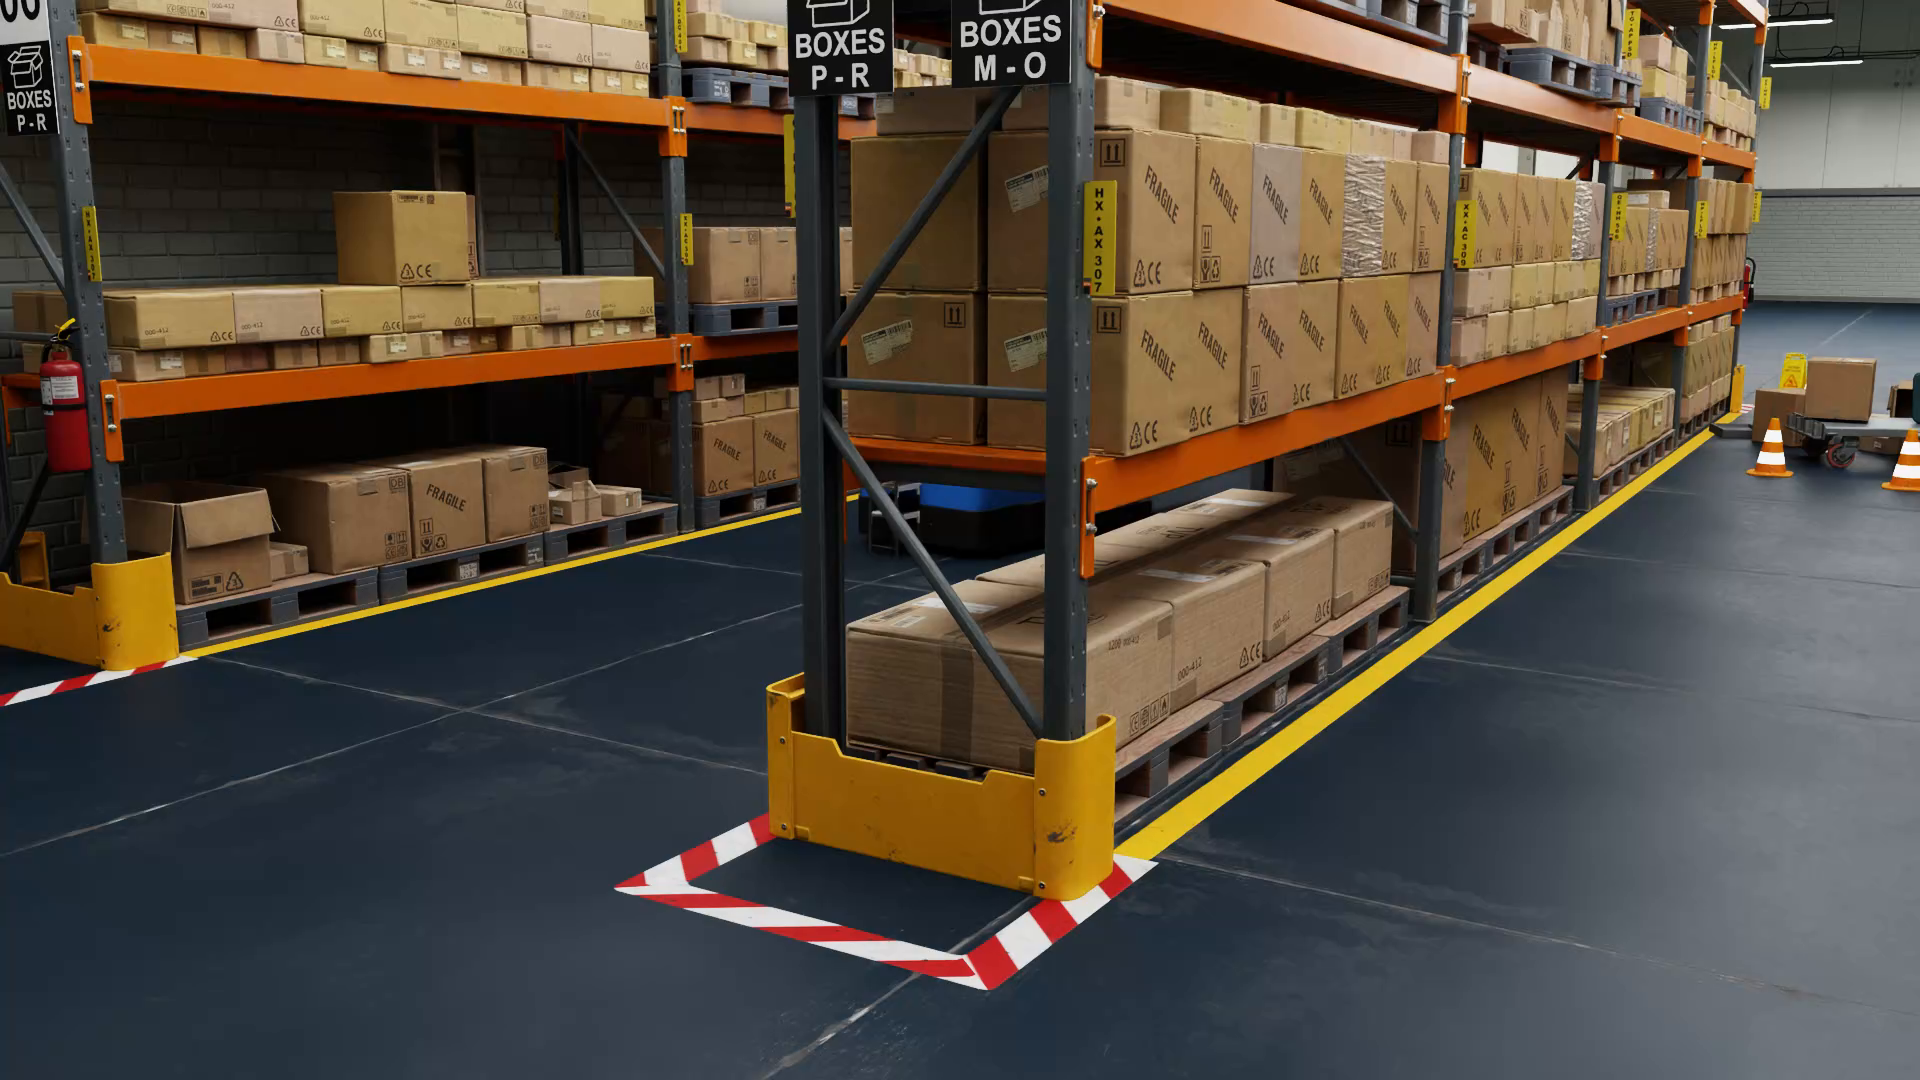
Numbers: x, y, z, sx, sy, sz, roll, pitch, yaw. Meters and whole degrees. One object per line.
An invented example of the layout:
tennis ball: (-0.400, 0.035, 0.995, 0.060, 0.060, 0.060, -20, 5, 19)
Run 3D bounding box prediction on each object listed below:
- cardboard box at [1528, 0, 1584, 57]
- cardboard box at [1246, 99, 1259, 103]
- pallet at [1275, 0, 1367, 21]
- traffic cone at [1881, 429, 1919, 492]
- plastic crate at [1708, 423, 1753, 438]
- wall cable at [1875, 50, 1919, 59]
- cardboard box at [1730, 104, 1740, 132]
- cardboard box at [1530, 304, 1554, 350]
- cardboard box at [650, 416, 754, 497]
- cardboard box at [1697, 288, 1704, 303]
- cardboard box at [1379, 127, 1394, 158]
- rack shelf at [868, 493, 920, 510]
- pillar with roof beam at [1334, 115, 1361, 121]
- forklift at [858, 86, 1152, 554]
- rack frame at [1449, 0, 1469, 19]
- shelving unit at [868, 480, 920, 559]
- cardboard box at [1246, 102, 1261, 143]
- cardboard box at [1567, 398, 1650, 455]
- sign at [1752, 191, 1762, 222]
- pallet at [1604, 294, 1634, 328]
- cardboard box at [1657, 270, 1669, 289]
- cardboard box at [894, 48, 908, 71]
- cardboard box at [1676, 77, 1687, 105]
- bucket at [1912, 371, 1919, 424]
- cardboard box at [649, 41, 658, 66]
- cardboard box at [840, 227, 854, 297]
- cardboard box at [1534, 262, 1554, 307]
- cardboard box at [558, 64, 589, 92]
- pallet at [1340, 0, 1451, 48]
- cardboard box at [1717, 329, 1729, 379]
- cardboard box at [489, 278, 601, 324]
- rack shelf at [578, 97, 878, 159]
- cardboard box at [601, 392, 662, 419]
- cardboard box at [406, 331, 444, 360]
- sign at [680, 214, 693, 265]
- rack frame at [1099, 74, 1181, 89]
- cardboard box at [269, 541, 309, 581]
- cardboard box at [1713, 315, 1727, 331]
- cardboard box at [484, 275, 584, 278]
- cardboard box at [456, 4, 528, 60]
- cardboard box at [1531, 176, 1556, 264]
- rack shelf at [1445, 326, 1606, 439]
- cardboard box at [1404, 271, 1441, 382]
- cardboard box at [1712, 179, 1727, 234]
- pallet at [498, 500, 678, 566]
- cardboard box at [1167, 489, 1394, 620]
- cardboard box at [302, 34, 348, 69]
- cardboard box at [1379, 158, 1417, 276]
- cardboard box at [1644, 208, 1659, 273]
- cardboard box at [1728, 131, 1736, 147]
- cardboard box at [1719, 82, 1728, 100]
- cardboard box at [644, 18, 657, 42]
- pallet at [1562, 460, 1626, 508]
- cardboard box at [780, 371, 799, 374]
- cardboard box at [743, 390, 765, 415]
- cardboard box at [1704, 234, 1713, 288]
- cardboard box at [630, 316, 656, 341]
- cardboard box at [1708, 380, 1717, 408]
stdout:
cardboard box: (3.420, -3.146, 9.959, 0.500, 0.500, 0.500, 7, 12, 31)
cardboard box: (3.021, -4.901, 19.051, 0.797, 0.503, 0.637, 7, 13, 33)
pallet: (0.942, -2.204, 6.581, 1.003, 0.211, 1.213, 6, 12, 31)
traffic cone: (7.420, -0.634, 12.995, 0.336, 0.463, 0.334, 6, 12, 31)
plastic crate: (7.679, -1.084, 16.441, 0.402, 0.080, 0.583, 2, 11, 11)
wall cable: (26.056, -14.071, 43.930, 3.097, 2.526, 0.112, 6, 12, 31)
cardboard box: (7.417, -4.179, 16.490, 0.500, 0.250, 0.500, 7, 12, 31)
cardboard box: (3.279, -1.301, 10.073, 0.500, 0.250, 0.500, 6, 12, 30)
cardboard box: (-1.791, -0.598, 11.564, 0.500, 0.500, 0.500, 7, 13, 33)
cardboard box: (6.958, -2.371, 16.063, 0.380, 0.149, 0.250, 7, 13, 32)
cardboard box: (1.755, -1.803, 7.599, 0.380, 0.149, 0.250, 6, 12, 31)
rack shelf: (-0.409, -0.232, 10.333, 0.258, 0.077, 0.200, 9, 14, 39)
pillar with roof beam: (9.659, -6.911, 23.329, 9.100, 9.000, 0.400, 6, 12, 31)
forklift: (0.672, -1.575, 11.315, 1.130, 2.935, 3.031, 9, 14, 39)
rack frame: (2.010, -4.041, 7.999, 1.000, 3.000, 0.127, 6, 12, 31)
shelving unit: (-0.409, -0.353, 10.310, 0.258, 0.900, 0.210, 9, 14, 39)
cardboard box: (0.875, -1.519, 6.081, 0.380, 0.149, 0.250, 7, 12, 31)
cardboard box: (5.163, -0.960, 13.842, 0.950, 0.372, 0.625, 7, 13, 33)
sign: (8.704, -3.648, 18.196, 0.100, 0.325, 0.005, 6, 12, 31)
pallet: (4.366, -1.749, 12.582, 1.213, 0.211, 1.003, 6, 12, 31)
cardboard box: (5.748, -2.202, 14.020, 0.380, 0.149, 0.250, 7, 12, 31)
cardboard box: (-0.628, -3.691, 12.798, 0.380, 0.149, 0.250, 6, 12, 29)
cardboard box: (5.984, -3.852, 14.406, 0.500, 0.250, 0.500, 6, 12, 30)
bucket: (8.547, -1.273, 14.283, 0.620, 0.611, 0.726, -20, 21, -35)
cardboard box: (-2.136, -3.227, 11.070, 0.380, 0.149, 0.250, 6, 12, 31)
cardboard box: (-1.115, -2.081, 12.420, 0.700, 0.500, 0.500, 6, 12, 30)
cardboard box: (3.272, -1.548, 10.033, 0.500, 0.250, 0.500, 6, 12, 29)
cardboard box: (-2.445, -2.752, 9.950, 0.380, 0.149, 0.250, 7, 13, 33)
pallet: (1.576, -2.395, 7.601, 1.003, 0.211, 1.213, 6, 12, 31)
cardboard box: (7.779, -1.970, 17.531, 0.500, 0.500, 0.500, 7, 13, 33)
cardboard box: (-2.537, -1.455, 10.087, 0.500, 0.250, 0.500, 6, 12, 31)
rack shelf: (-1.196, -3.001, 12.551, 1.077, 0.370, 4.000, 6, 12, 31)
cardboard box: (-2.290, -0.948, 11.669, 0.380, 0.149, 0.250, 6, 12, 28)
cardboard box: (-3.075, -1.080, 9.169, 0.380, 0.149, 0.250, 7, 13, 32)
sign: (-1.766, -1.941, 10.731, 0.100, 0.325, 0.005, 6, 12, 31)
rack frame: (1.919, -5.773, 17.250, 1.000, 3.000, 0.127, 6, 12, 31)
cardboard box: (-3.658, 0.108, 8.747, 0.380, 0.149, 0.250, 6, 12, 28)
cardboard box: (7.781, -2.268, 17.359, 0.380, 0.149, 0.250, 7, 12, 32)
cardboard box: (-2.722, -1.586, 10.789, 0.500, 0.250, 0.500, 6, 12, 30)
cardboard box: (-2.807, -2.851, 9.392, 0.500, 0.250, 0.500, 7, 13, 32)
cardboard box: (3.250, -1.918, 9.972, 0.500, 0.500, 0.500, 6, 12, 30)
rack shelf: (3.048, -1.053, 10.298, 1.077, 0.370, 4.000, 6, 12, 31)
cardboard box: (1.988, -1.044, 8.022, 0.500, 0.500, 0.500, 7, 12, 31)
cardboard box: (6.861, -3.164, 15.820, 0.700, 0.500, 0.500, 6, 12, 31)
pallet: (-2.592, -0.087, 10.761, 1.003, 0.211, 1.213, 6, 12, 31)
cardboard box: (1.592, 0.049, 8.276, 0.875, 0.438, 0.875, 6, 12, 30)
cardboard box: (-3.338, -2.469, 8.438, 0.380, 0.149, 0.250, 6, 12, 31)
cardboard box: (1.731, -1.453, 7.491, 0.500, 0.500, 0.500, 6, 12, 30)
cardboard box: (5.319, -2.416, 13.403, 0.500, 0.500, 0.500, 6, 12, 29)
cardboard box: (7.535, -4.002, 16.624, 0.380, 0.149, 0.250, 6, 12, 30)
cardboard box: (7.020, -4.235, 15.701, 0.380, 0.149, 0.250, 6, 12, 30)
cardboard box: (-2.178, -3.377, 11.064, 0.380, 0.149, 0.250, 6, 12, 30)
pallet: (4.494, -0.473, 12.824, 1.003, 0.211, 1.213, 6, 12, 31)
cardboard box: (-1.231, -1.274, 13.410, 0.380, 0.149, 0.250, 6, 12, 29)
cardboard box: (-1.619, -0.986, 11.872, 0.380, 0.149, 0.250, 6, 12, 28)
cardboard box: (6.871, -2.669, 15.896, 0.500, 0.500, 0.500, 6, 12, 30)
cardboard box: (-2.184, -1.368, 10.708, 0.380, 0.149, 0.250, 7, 12, 31)
cardboard box: (7.508, -1.518, 17.157, 0.500, 0.250, 0.500, 6, 12, 29)
